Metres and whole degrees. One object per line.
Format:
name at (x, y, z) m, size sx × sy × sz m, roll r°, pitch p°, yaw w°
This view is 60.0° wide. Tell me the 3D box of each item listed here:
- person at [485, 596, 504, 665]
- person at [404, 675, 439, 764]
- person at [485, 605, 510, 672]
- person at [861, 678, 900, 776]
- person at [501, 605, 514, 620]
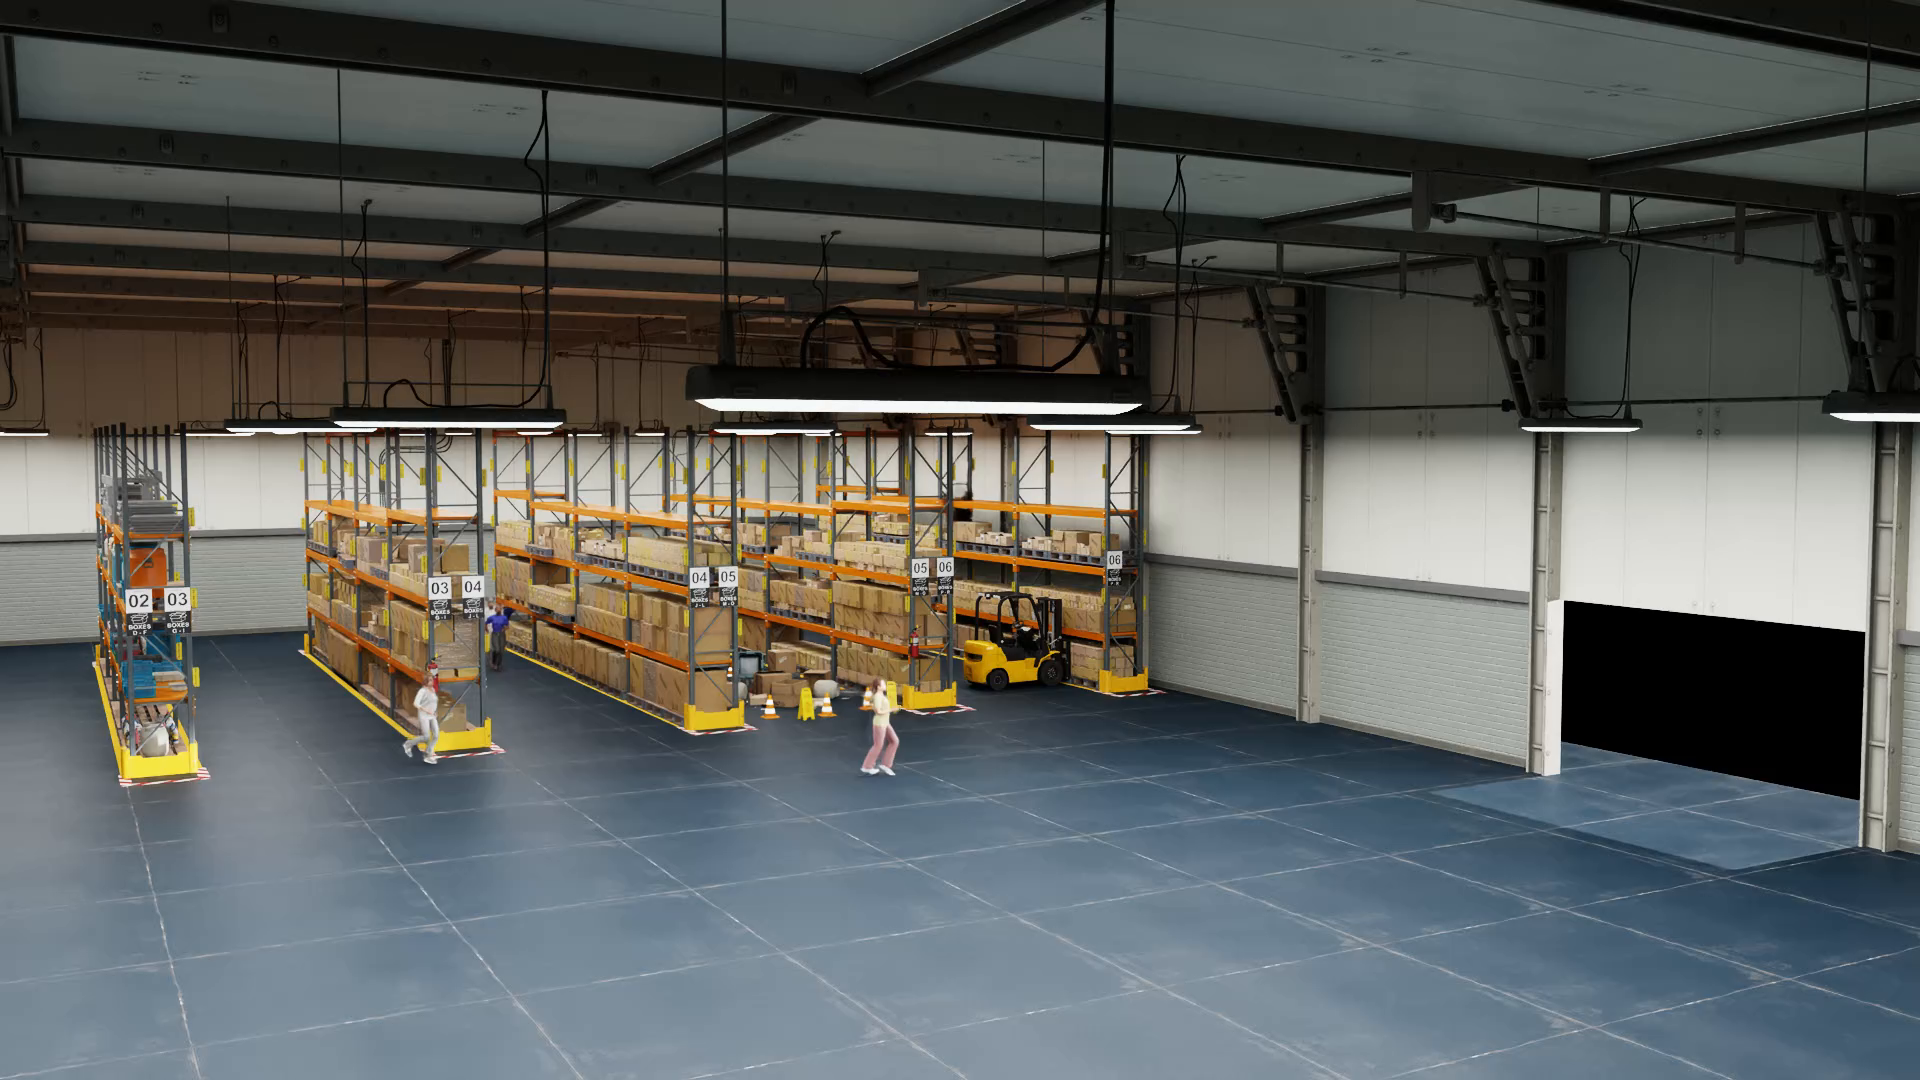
person at (-11.852, 2.299, 42.211) m, size 0.674 × 1.746 × 0.530 m, roll -2°, pitch 4°, yaw -25°
person at (-9.505, 3.164, 29.491) m, size 0.658 × 1.561 × 0.555 m, roll 1°, pitch 4°, yaw 17°
person at (-11.377, 2.419, 40.987) m, size 0.553 × 1.642 × 0.658 m, roll -2°, pitch 4°, yaw -29°
person at (-1.343, 3.179, 28.222) m, size 0.670 × 1.705 × 0.558 m, roll 0°, pitch 3°, yaw 7°
person at (-13.237, 2.005, 48.282) m, size 0.742 × 1.599 × 0.893 m, roll -1°, pitch 4°, yaw -22°
